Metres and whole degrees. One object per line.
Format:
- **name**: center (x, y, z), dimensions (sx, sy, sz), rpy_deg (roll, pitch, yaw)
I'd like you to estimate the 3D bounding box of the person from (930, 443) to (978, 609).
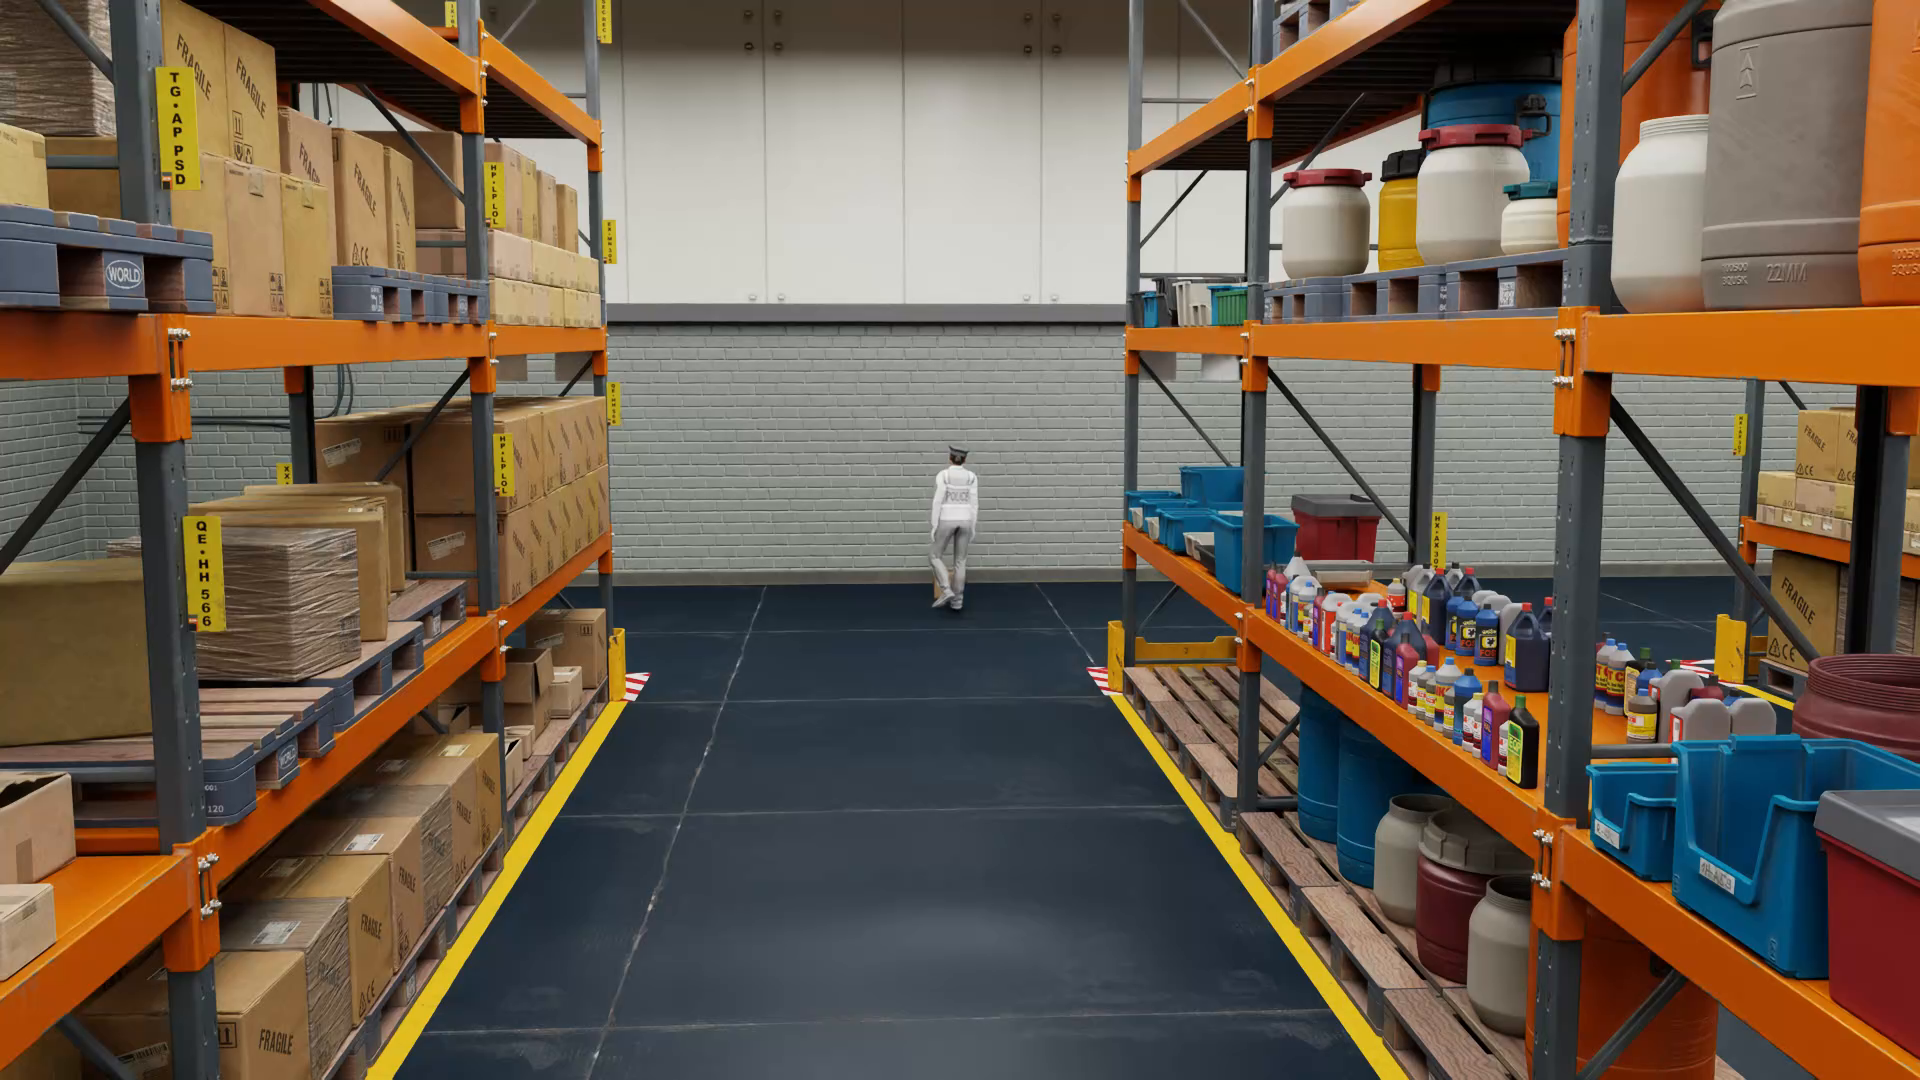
- **person**: center (-0.049, -0.129, 16.594), dimensions (0.512, 1.659, 0.460), rpy_deg (-2, 7, -15)
